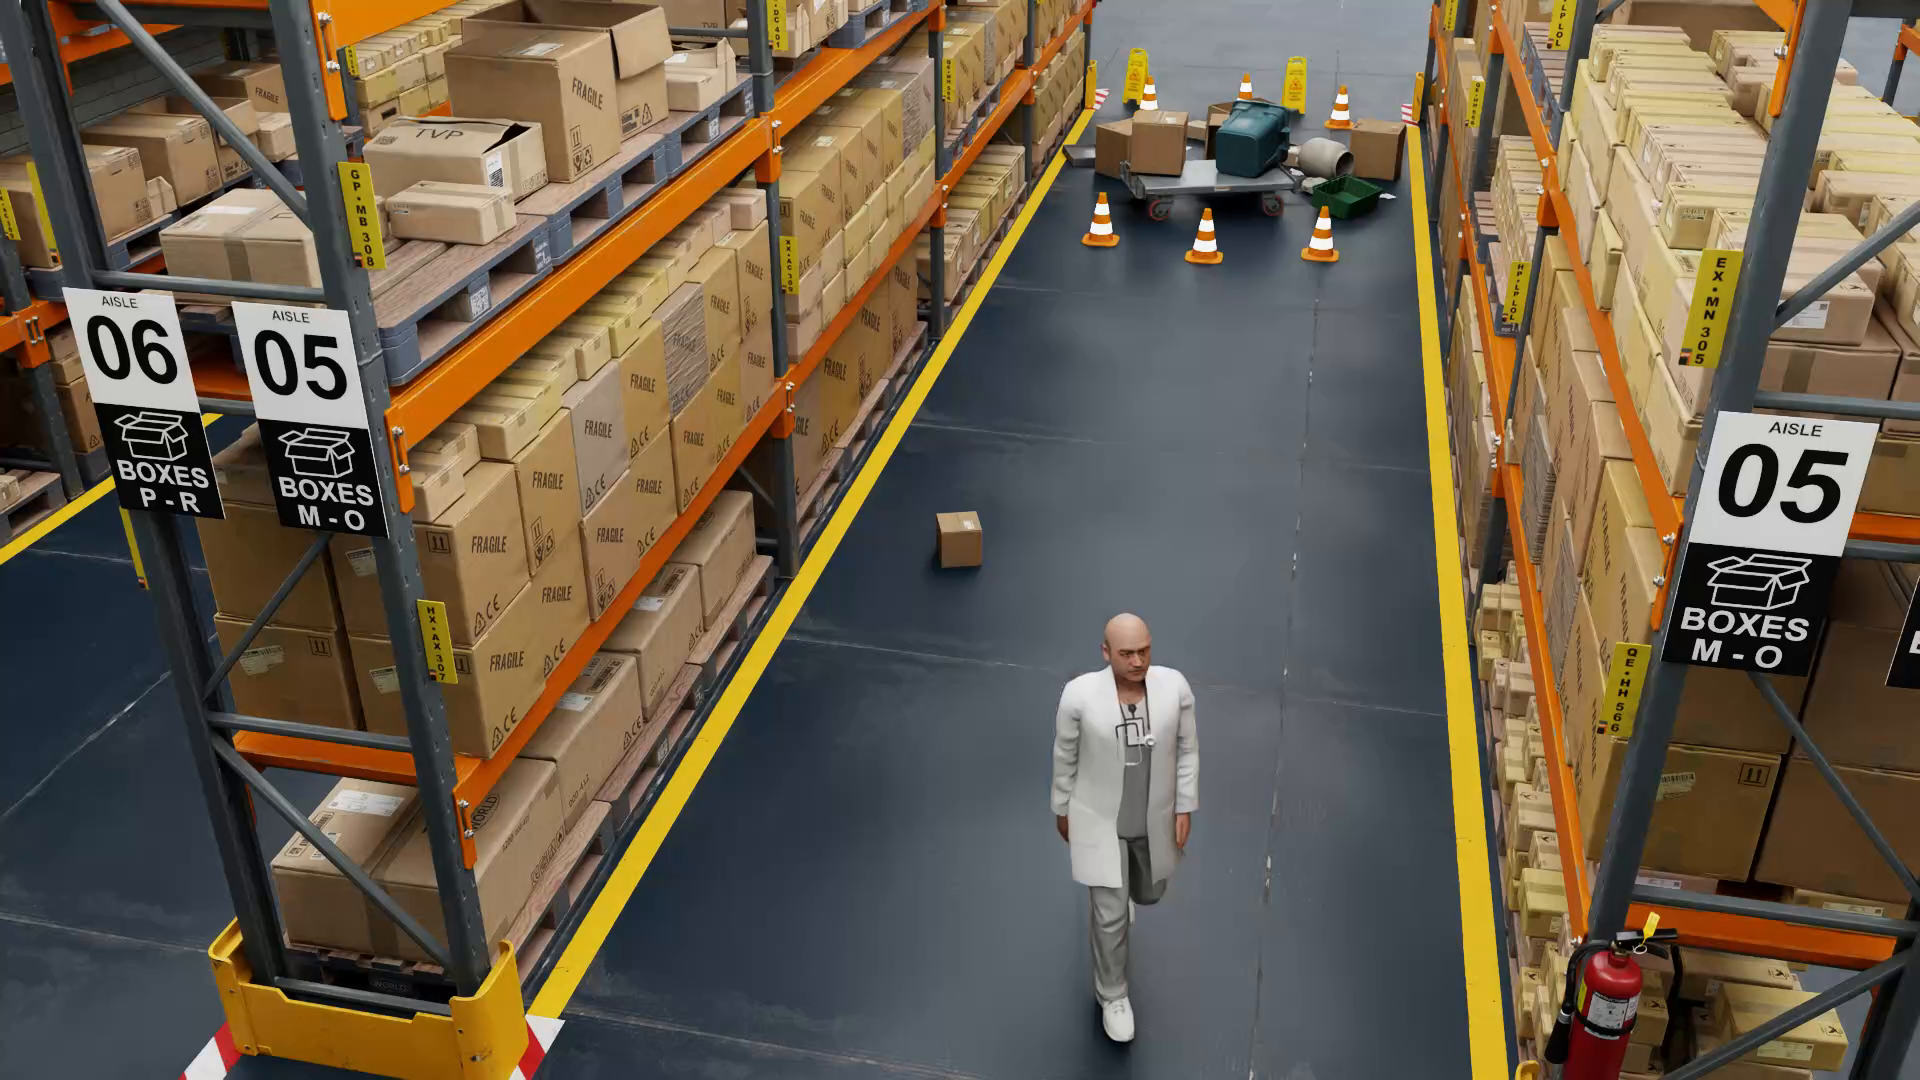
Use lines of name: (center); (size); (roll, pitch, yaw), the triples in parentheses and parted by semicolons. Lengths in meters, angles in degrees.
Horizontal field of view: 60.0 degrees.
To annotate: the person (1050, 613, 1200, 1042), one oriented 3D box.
person: (0.654, 1.061, 6.661); (0.577, 1.743, 0.905); (-5, 29, -9)
